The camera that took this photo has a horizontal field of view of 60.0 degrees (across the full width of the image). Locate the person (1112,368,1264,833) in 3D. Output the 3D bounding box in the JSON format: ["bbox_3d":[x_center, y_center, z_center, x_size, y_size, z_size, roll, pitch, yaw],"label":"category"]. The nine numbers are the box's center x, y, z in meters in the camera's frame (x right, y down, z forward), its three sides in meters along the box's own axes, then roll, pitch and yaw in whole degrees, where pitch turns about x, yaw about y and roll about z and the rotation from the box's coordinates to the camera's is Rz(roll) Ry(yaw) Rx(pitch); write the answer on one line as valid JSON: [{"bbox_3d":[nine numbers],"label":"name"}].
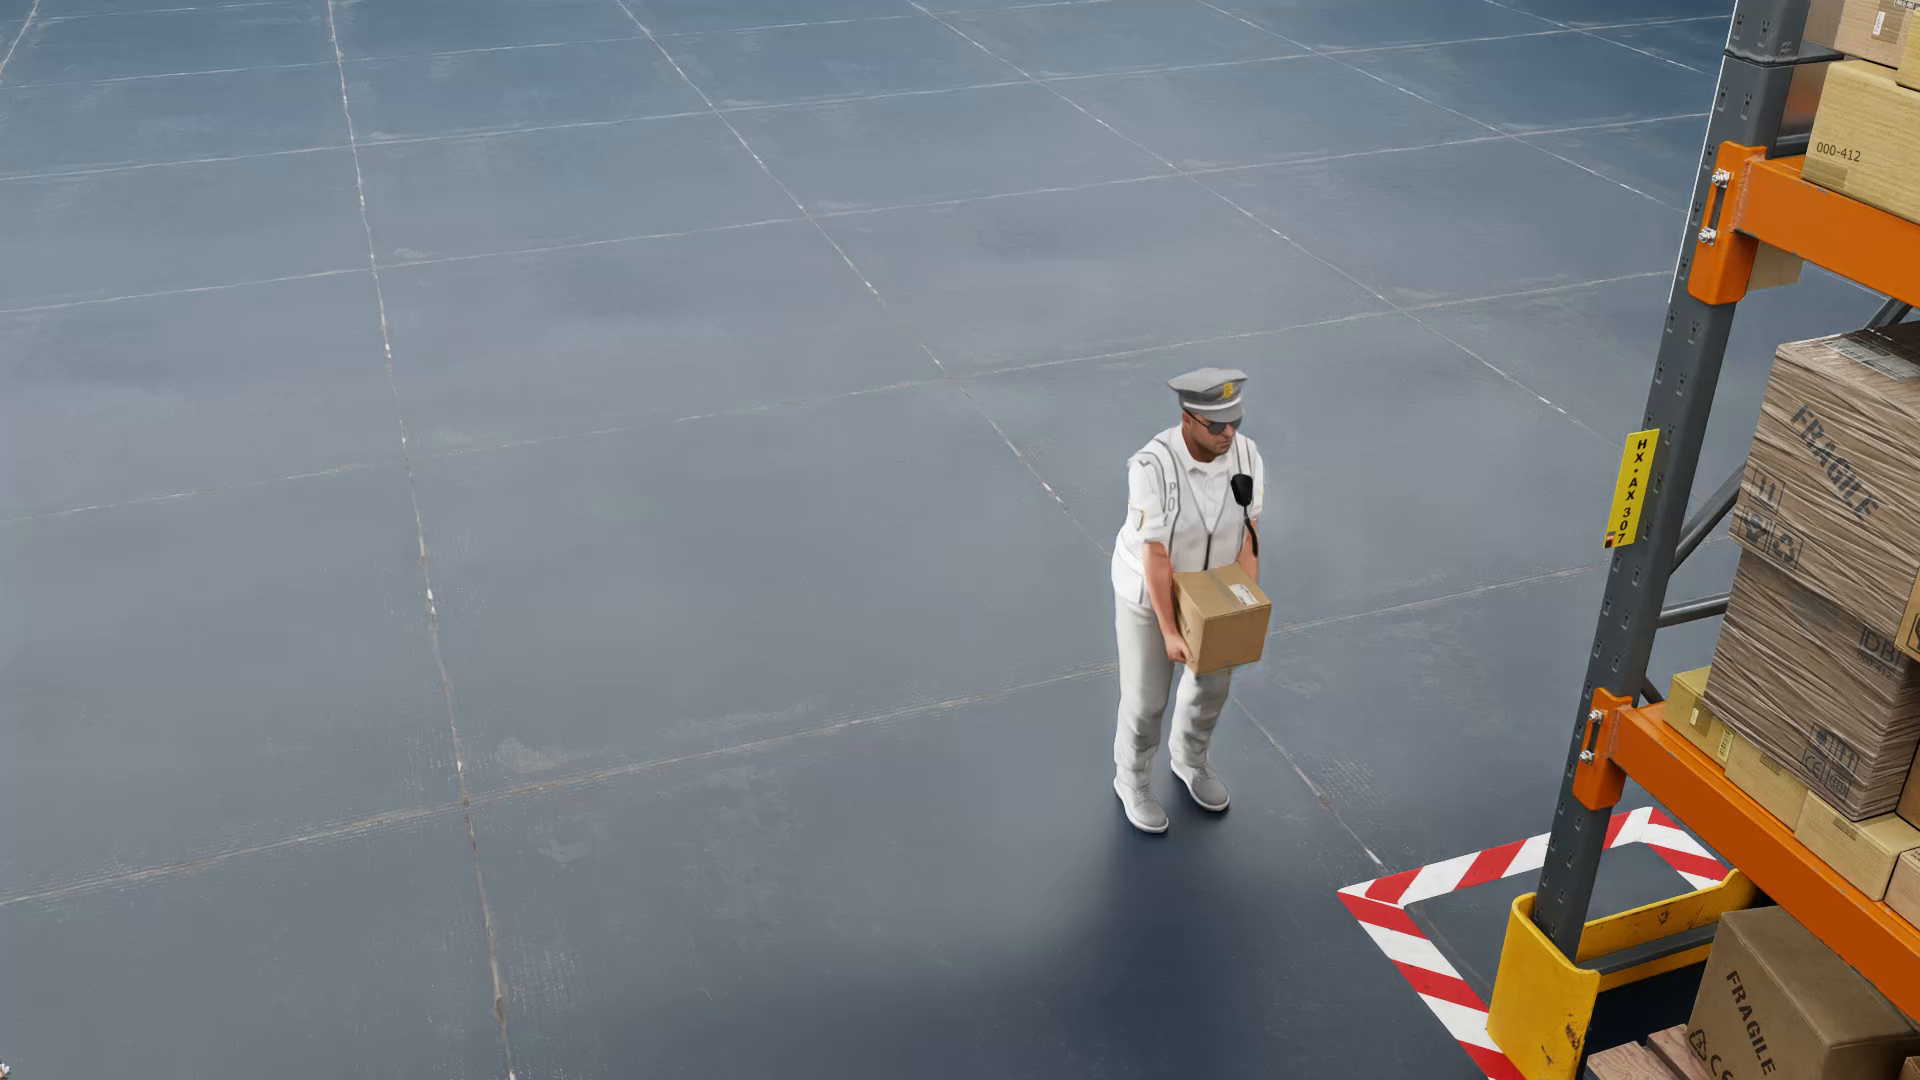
[{"bbox_3d":[0.800,0.214,5.756,0.486,1.750,0.588,-11,31,-18],"label":"person"}]
